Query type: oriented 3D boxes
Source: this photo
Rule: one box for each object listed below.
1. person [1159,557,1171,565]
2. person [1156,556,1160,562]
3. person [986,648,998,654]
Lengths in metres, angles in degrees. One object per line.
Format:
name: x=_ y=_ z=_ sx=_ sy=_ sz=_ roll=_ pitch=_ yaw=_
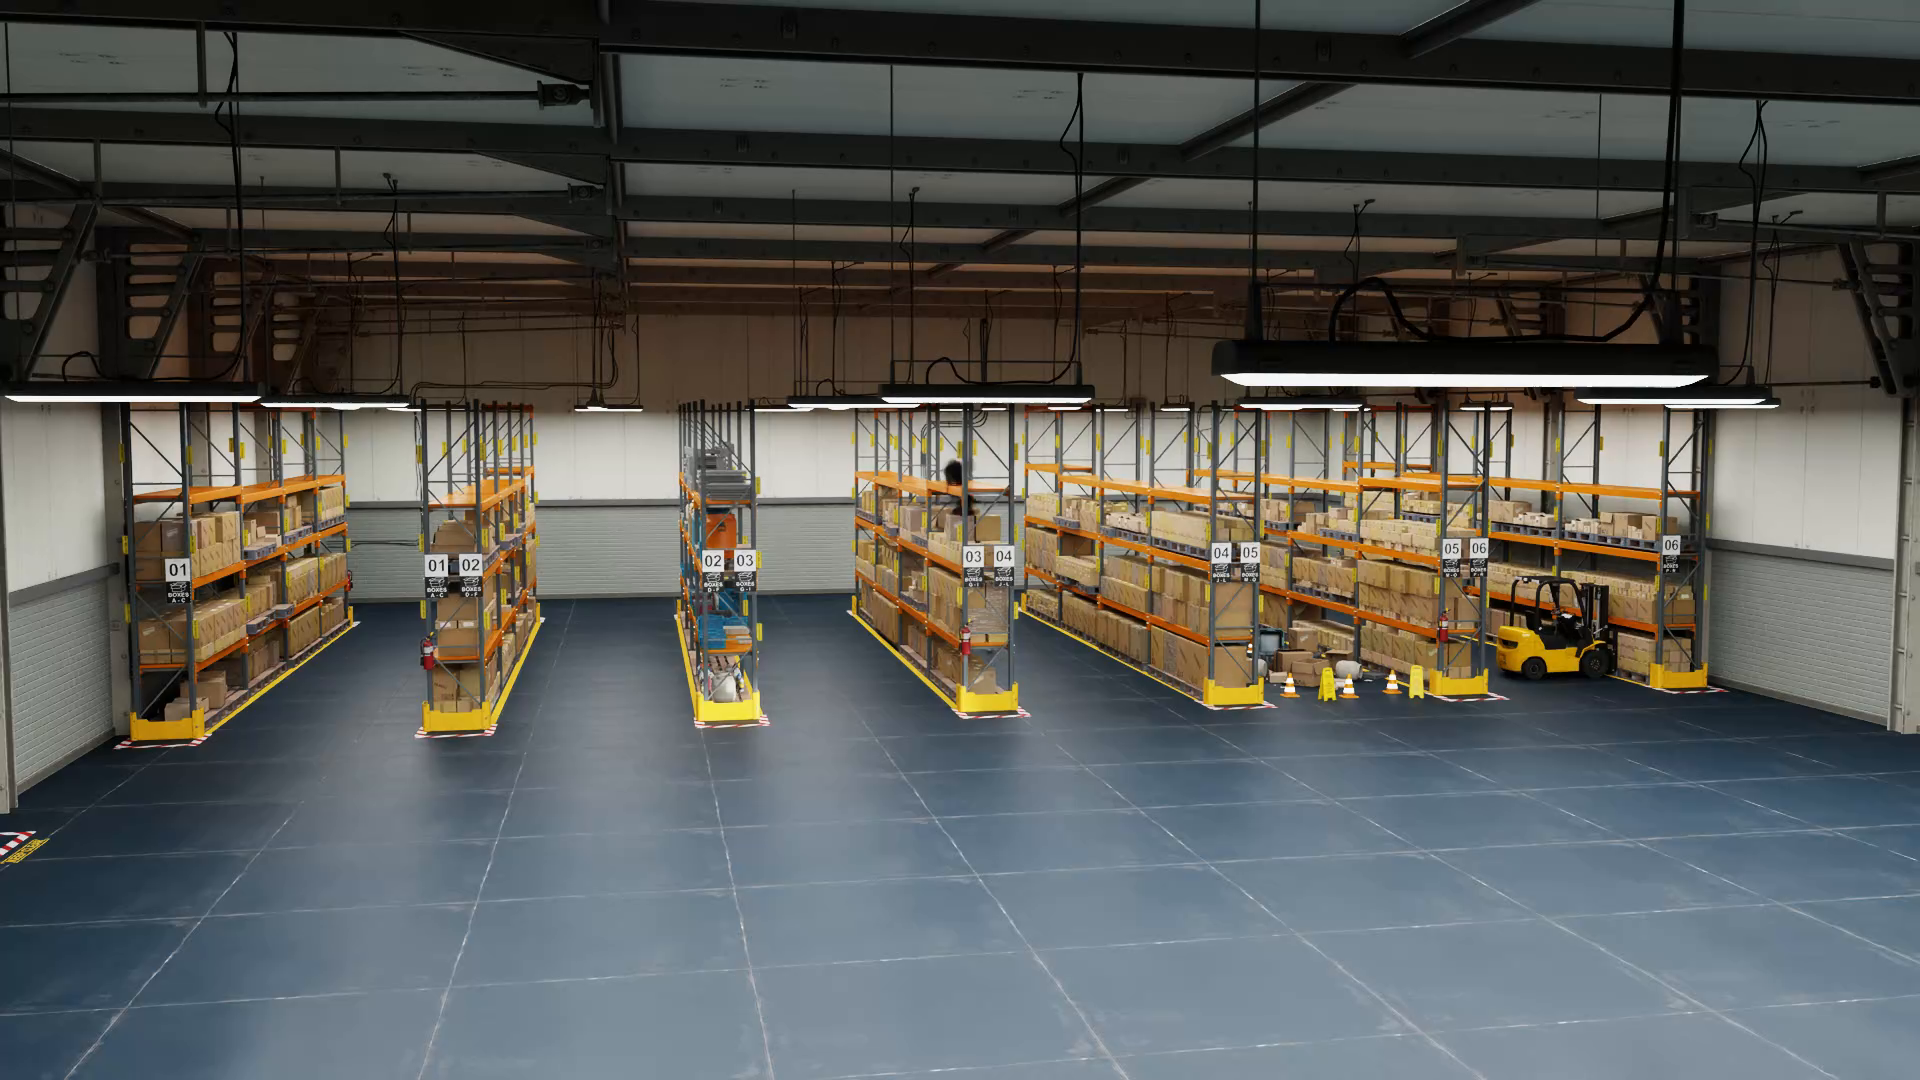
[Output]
person: x=6.377 y=1.051 z=50.812 sx=0.715 sy=1.709 sz=0.658 roll=-1 pitch=4 yaw=-7
person: x=6.369 y=0.952 z=52.022 sx=0.822 sy=1.724 sz=0.613 roll=-3 pitch=5 yaw=-31
person: x=0.774 y=1.832 z=39.838 sx=0.663 sy=1.784 sz=0.794 roll=-1 pitch=4 yaw=-10
